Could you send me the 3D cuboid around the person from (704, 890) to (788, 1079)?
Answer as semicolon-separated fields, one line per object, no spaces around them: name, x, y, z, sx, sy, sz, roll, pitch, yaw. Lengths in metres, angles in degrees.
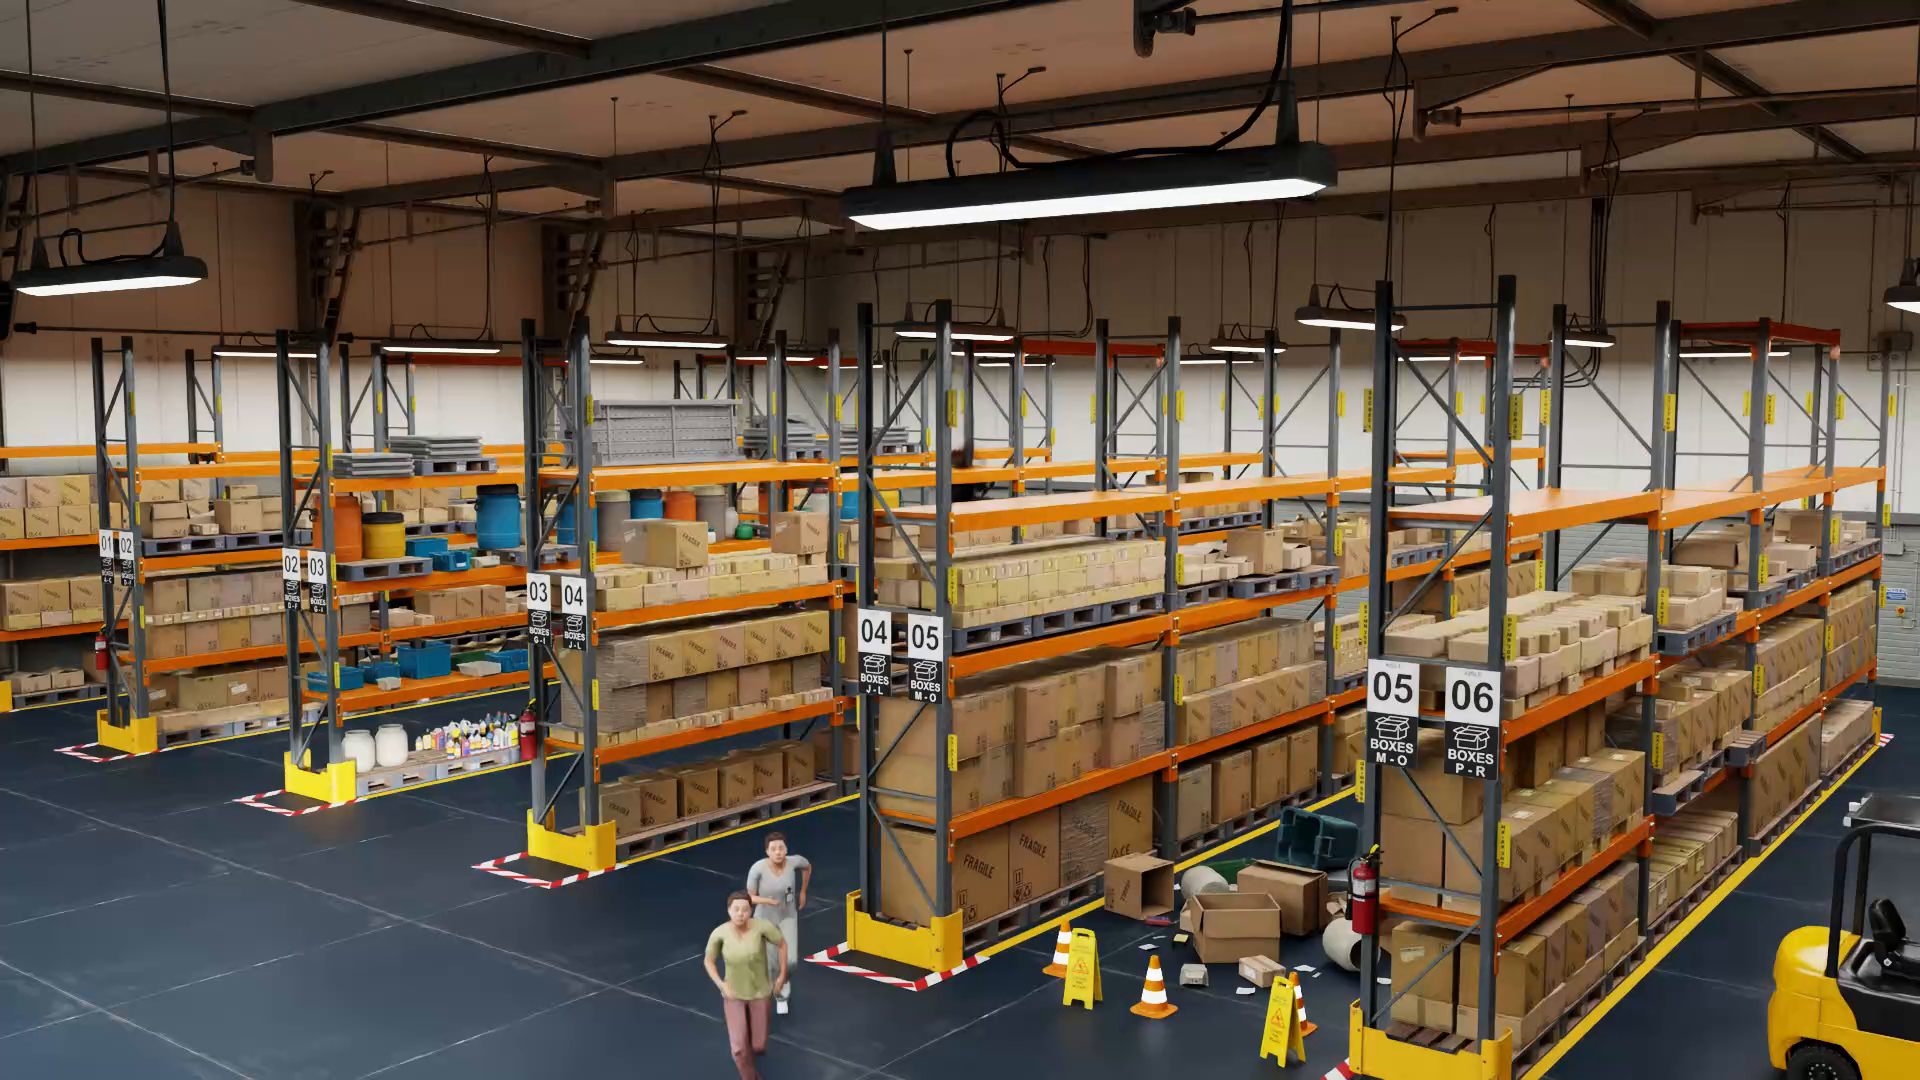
person;-1.563;3.320;12.176;0.610;1.630;0.670;-1;5;-7

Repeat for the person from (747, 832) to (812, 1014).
person;-1.487;3.175;13.744;0.547;1.601;0.729;-1;5;-8

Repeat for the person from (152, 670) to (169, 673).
person;-12.784;2.032;26.417;0.595;1.660;0.584;2;5;22
